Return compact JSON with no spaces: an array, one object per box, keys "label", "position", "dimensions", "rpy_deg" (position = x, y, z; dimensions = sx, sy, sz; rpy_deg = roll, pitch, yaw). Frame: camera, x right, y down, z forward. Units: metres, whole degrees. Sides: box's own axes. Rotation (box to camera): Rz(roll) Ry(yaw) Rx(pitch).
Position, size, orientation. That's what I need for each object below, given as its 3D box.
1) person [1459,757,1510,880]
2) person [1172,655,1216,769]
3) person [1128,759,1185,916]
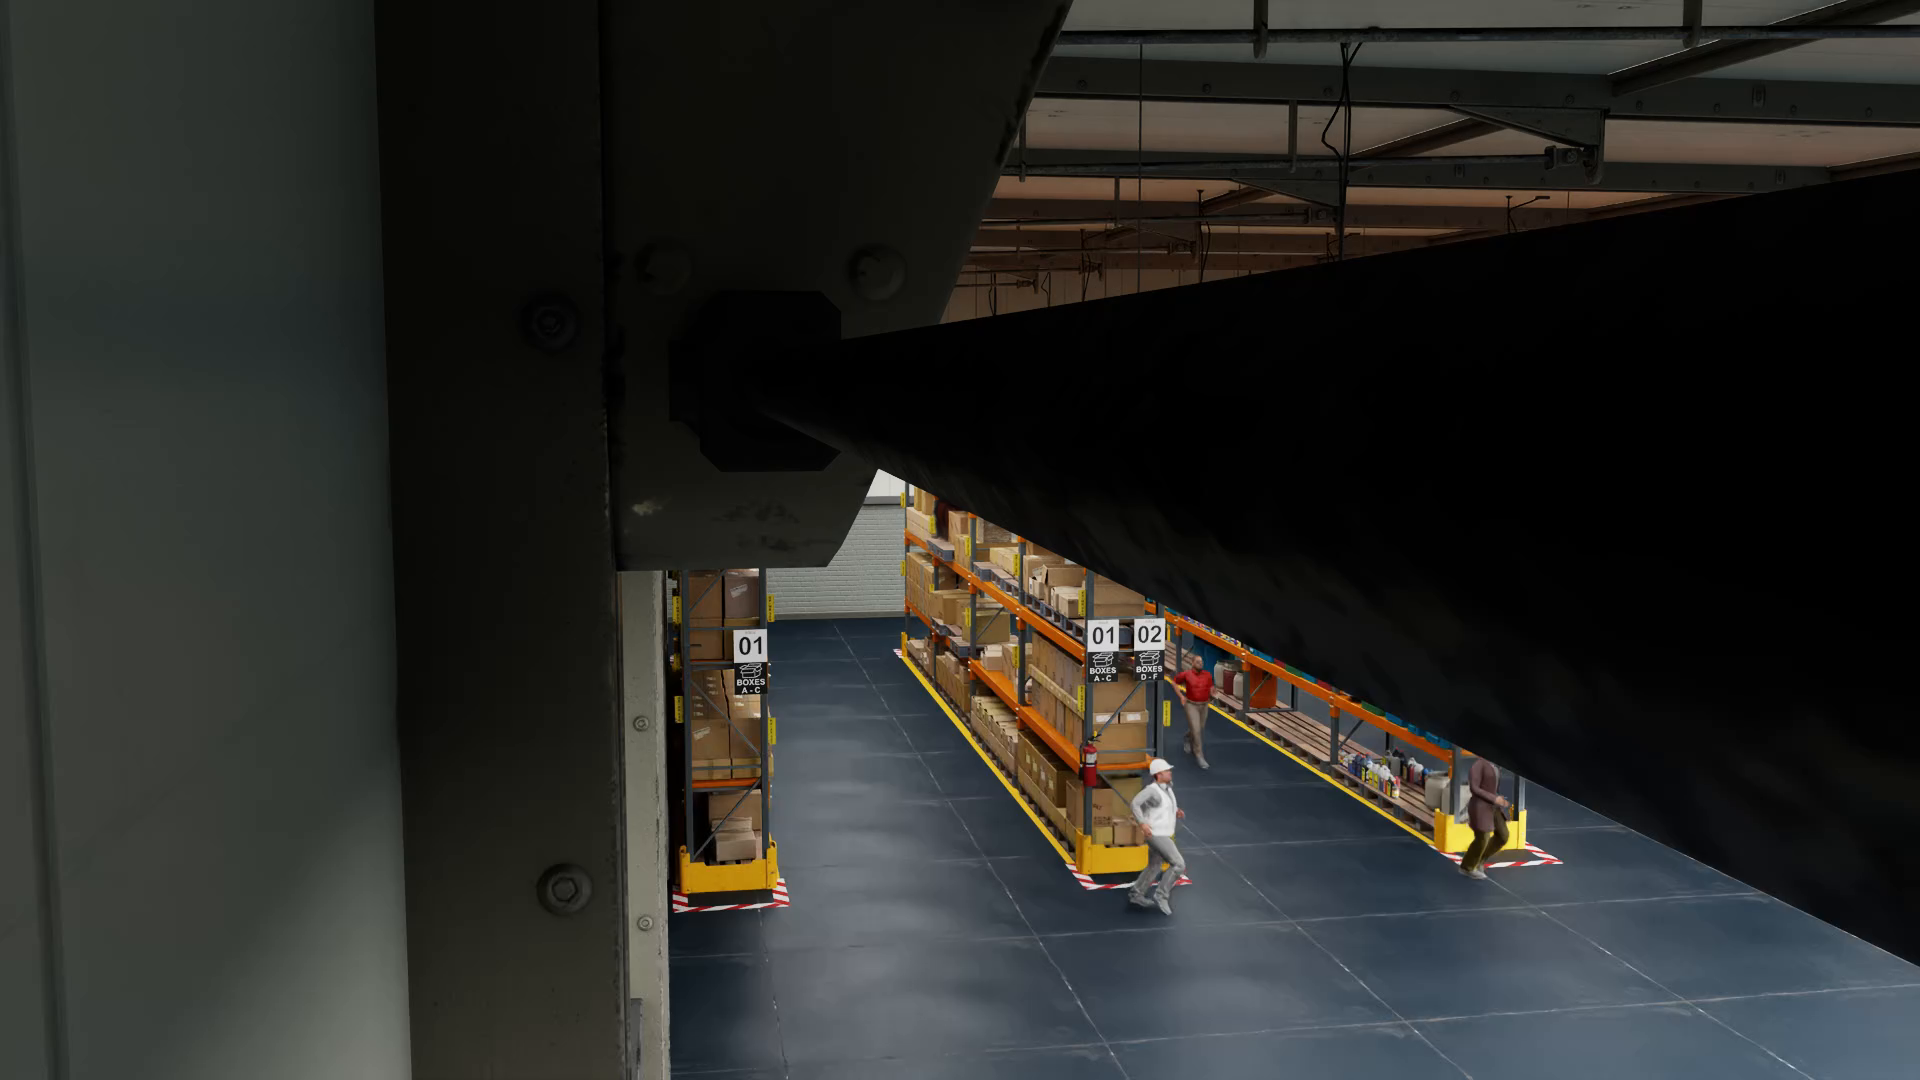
[{"label":"person","position":[6.540,3.335,20.581],"dimensions":[0.640,1.767,0.752],"rpy_deg":[6,8,43]},{"label":"person","position":[3.778,2.709,26.676],"dimensions":[0.651,1.744,0.975],"rpy_deg":[-2,6,-22]},{"label":"person","position":[2.327,3.442,19.456],"dimensions":[0.685,1.772,0.642],"rpy_deg":[2,6,18]}]
